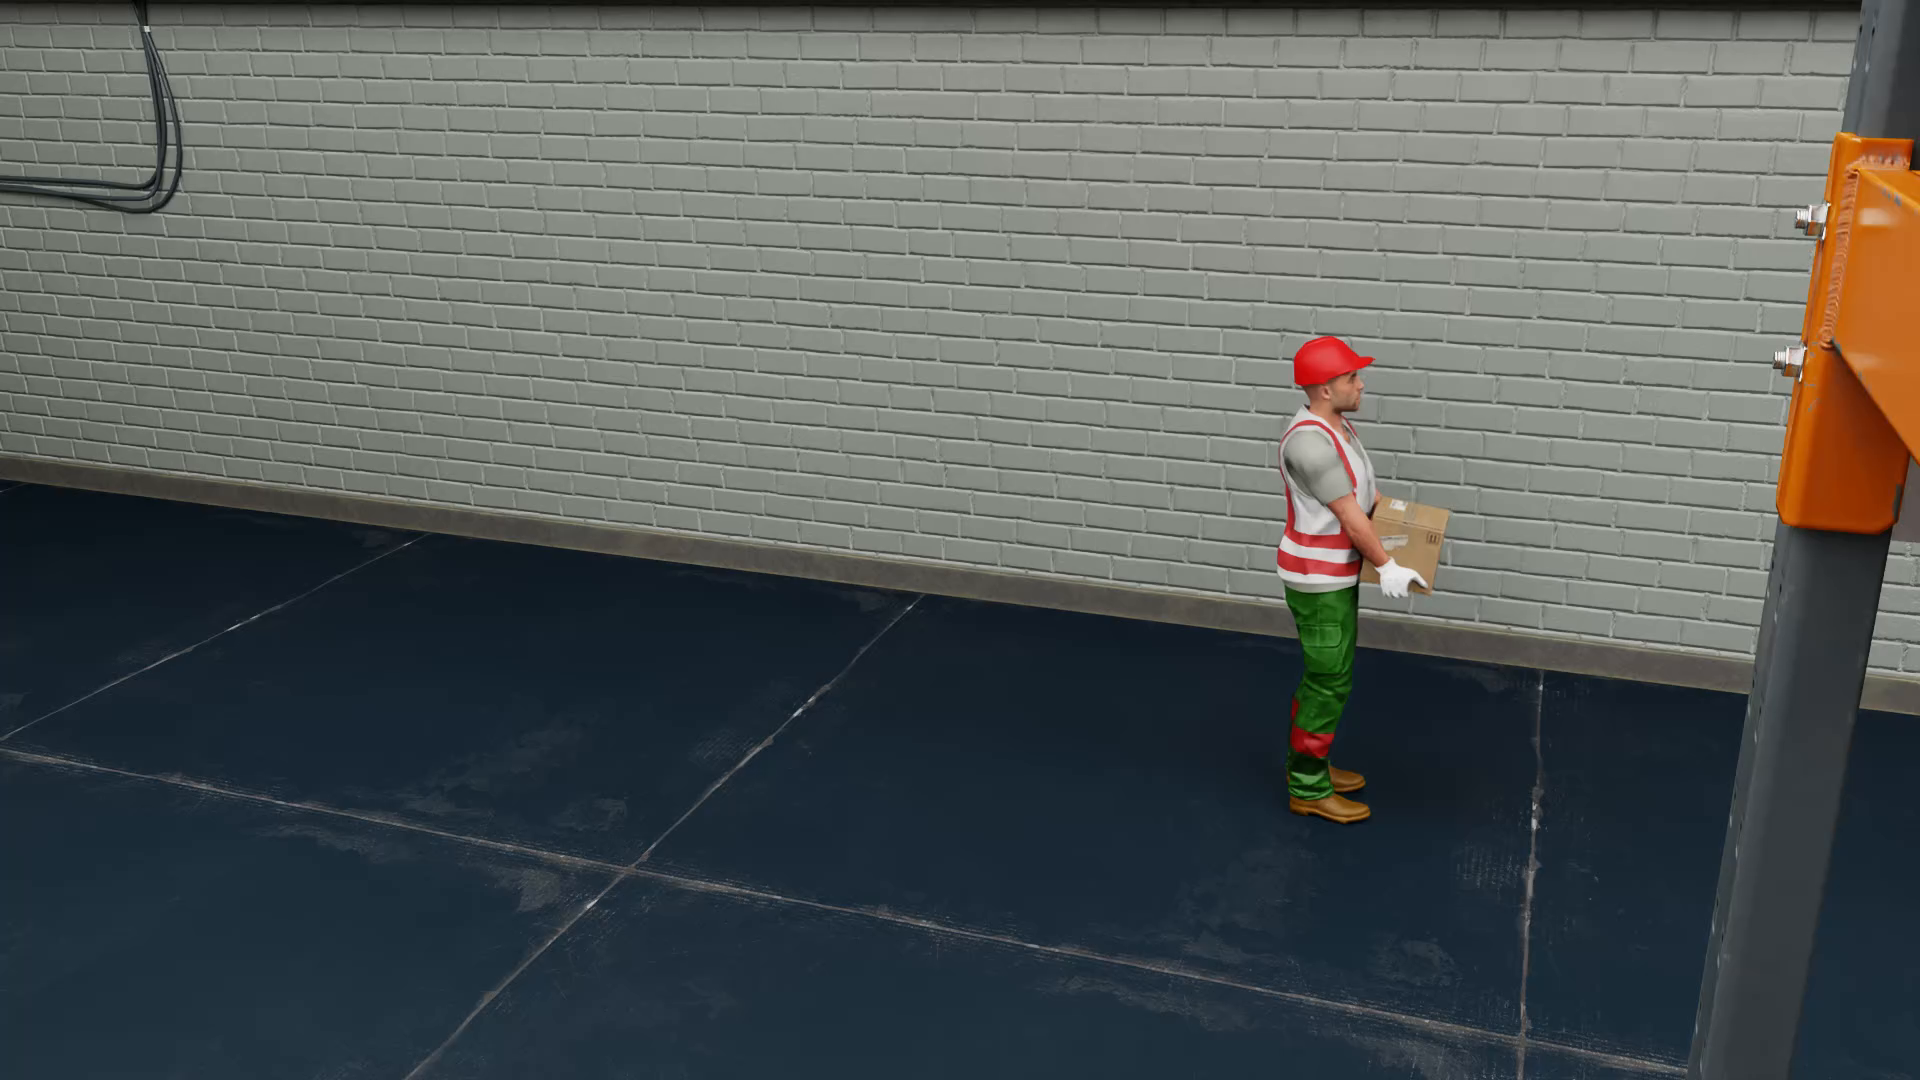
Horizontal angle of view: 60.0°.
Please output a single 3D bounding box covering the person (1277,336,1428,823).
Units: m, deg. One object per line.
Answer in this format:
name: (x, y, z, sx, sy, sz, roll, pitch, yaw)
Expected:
person: (1.435, 0.149, 6.080, 0.554, 1.784, 0.494, 7, 20, 19)
